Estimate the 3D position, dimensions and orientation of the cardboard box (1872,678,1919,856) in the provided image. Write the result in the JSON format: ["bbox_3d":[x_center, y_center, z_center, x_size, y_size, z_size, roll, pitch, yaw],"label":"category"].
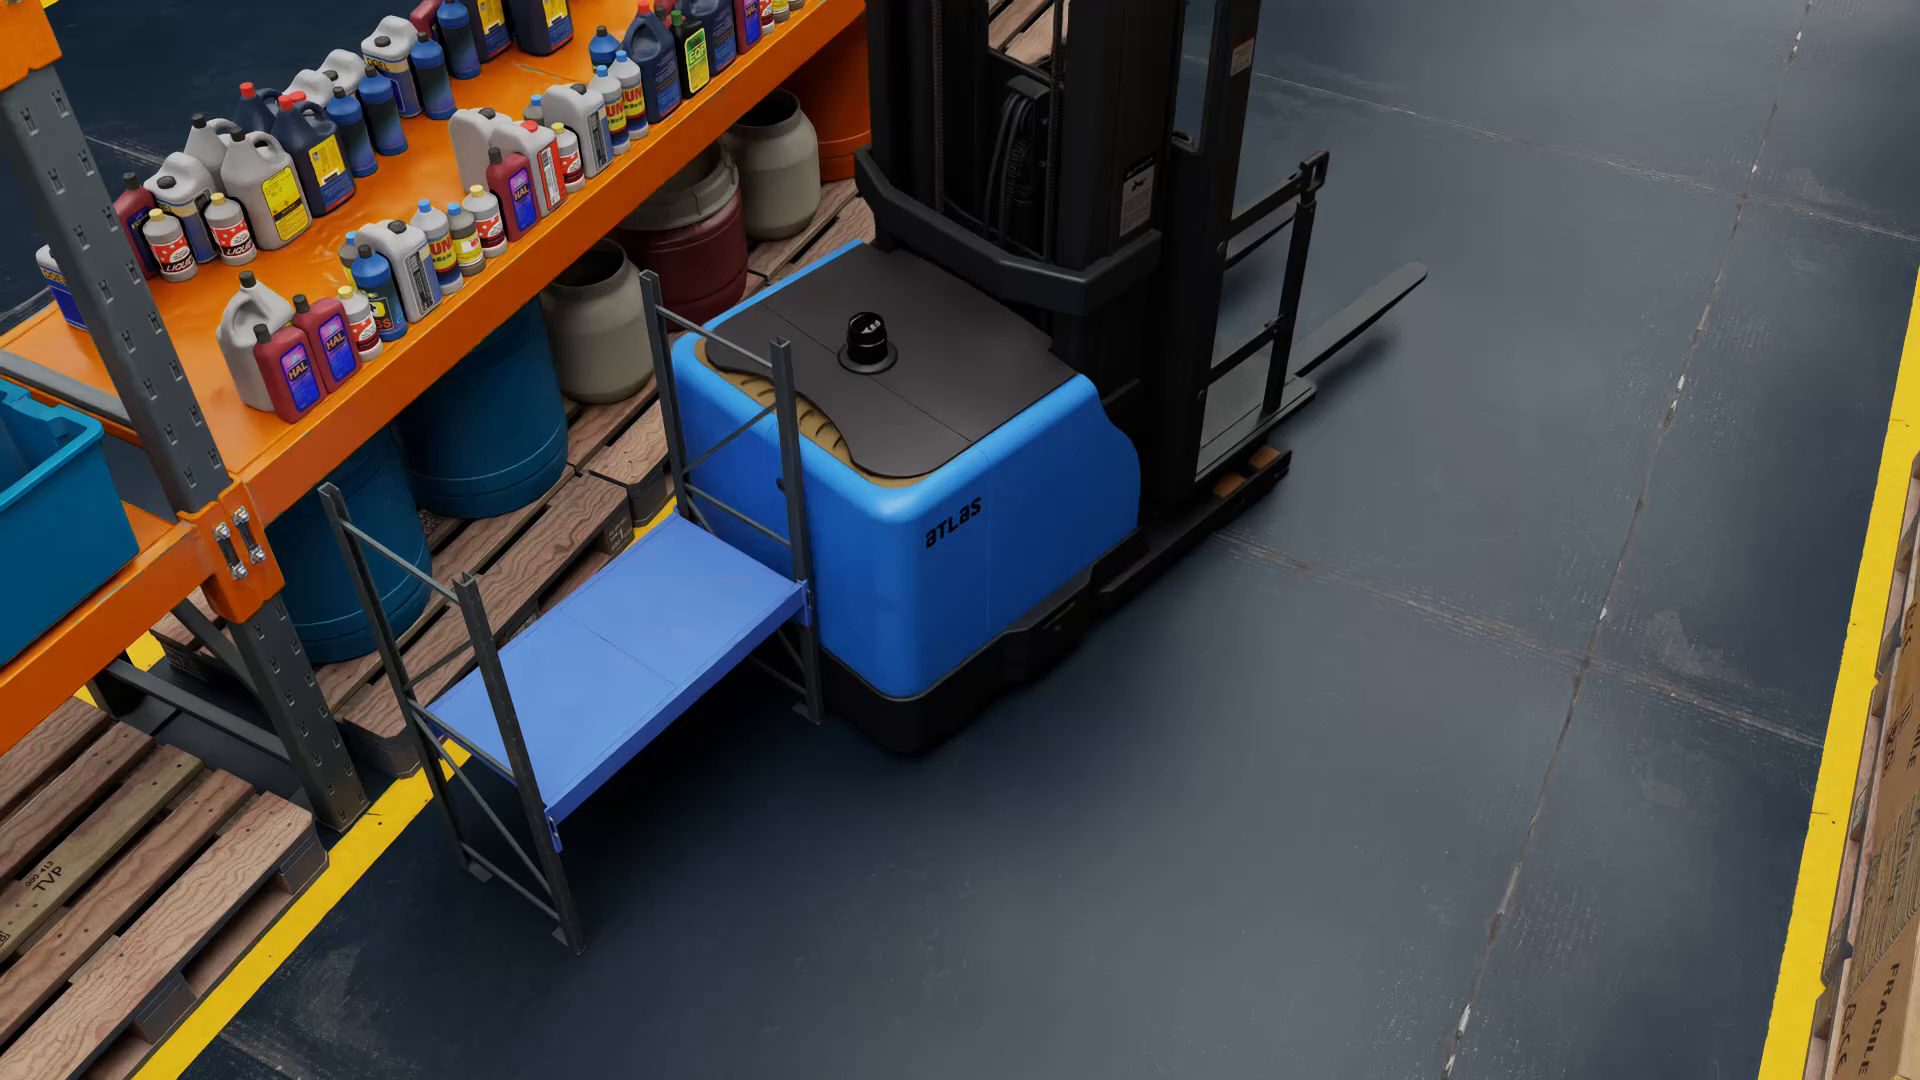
[{"bbox_3d":[2.836,0.622,4.475,0.500,0.500,0.500,19,48,18],"label":"cardboard box"}]

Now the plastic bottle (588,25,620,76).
[{"bbox_3d":[-1.099,-1.474,5.188,0.097,0.271,0.097,0,45,0],"label":"plastic bottle"}]

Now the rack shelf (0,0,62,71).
[{"bbox_3d":[-1.301,-2.451,4.460,1.077,0.370,4.000,20,49,19],"label":"rack shelf"}]

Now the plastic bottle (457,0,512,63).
[{"bbox_3d":[-1.581,-1.753,5.408,0.144,0.351,0.185,20,49,19],"label":"plastic bottle"}]

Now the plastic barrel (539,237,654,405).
[{"bbox_3d":[-1.291,-0.772,5.858,0.421,0.512,0.421,0,45,0],"label":"plastic barrel"}]

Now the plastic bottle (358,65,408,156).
[{"bbox_3d":[-1.747,-1.302,5.018,0.097,0.271,0.097,0,45,0],"label":"plastic bottle"}]

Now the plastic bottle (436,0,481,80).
[{"bbox_3d":[-1.613,-1.624,5.336,0.097,0.271,0.097,0,45,0],"label":"plastic bottle"}]

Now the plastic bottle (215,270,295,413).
[{"bbox_3d":[-1.760,-0.512,4.182,0.144,0.351,0.185,20,49,19],"label":"plastic bottle"}]

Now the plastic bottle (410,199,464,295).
[{"bbox_3d":[-1.429,-0.804,4.526,0.097,0.271,0.097,0,45,0],"label":"plastic bottle"}]

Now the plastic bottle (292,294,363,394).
[{"bbox_3d":[-1.619,-0.522,4.239,0.061,0.283,0.133,20,49,19],"label":"plastic bottle"}]

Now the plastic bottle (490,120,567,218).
[{"bbox_3d":[-1.247,-1.095,4.810,0.152,0.276,0.135,20,49,19],"label":"plastic bottle"}]

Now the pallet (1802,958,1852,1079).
[{"bbox_3d":[2.501,1.704,3.918,1.003,0.211,1.213,20,49,19],"label":"pallet"}]

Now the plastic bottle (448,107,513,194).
[{"bbox_3d":[-1.382,-1.145,4.860,0.152,0.276,0.135,20,49,19],"label":"plastic bottle"}]

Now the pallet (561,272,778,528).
[{"bbox_3d":[-1.269,-0.653,6.247,1.003,0.211,1.213,20,49,19],"label":"pallet"}]

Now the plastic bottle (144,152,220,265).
[{"bbox_3d":[-2.163,-0.931,4.648,0.152,0.276,0.135,20,49,19],"label":"plastic bottle"}]

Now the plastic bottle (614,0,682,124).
[{"bbox_3d":[-0.971,-1.489,5.147,0.144,0.351,0.185,20,49,19],"label":"plastic bottle"}]

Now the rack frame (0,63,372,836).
[{"bbox_3d":[-2.229,-0.389,4.026,1.000,3.000,0.127,20,49,19],"label":"rack frame"}]

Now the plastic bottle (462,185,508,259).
[{"bbox_3d":[-1.338,-0.902,4.673,0.097,0.201,0.097,0,45,0],"label":"plastic bottle"}]

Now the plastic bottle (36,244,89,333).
[{"bbox_3d":[-2.332,-0.701,4.421,0.152,0.276,0.135,20,49,19],"label":"plastic bottle"}]

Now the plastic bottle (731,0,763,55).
[{"bbox_3d":[-0.713,-1.752,5.455,0.061,0.283,0.133,20,49,19],"label":"plastic bottle"}]

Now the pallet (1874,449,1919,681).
[{"bbox_3d":[3.633,0.167,5.437,1.003,0.211,1.213,20,49,19],"label":"pallet"}]

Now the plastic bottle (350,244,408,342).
[{"bbox_3d":[-1.537,-0.658,4.382,0.097,0.271,0.097,0,45,0],"label":"plastic bottle"}]

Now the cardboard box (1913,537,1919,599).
[{"bbox_3d":[3.311,-0.023,5.112,0.500,0.500,0.500,19,48,18],"label":"cardboard box"}]

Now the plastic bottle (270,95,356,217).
[{"bbox_3d":[-1.879,-1.128,4.790,0.144,0.351,0.185,20,49,19],"label":"plastic bottle"}]

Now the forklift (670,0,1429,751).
[{"bbox_3d":[0.526,-1.337,5.010,1.130,2.935,3.031,35,55,30],"label":"forklift"}]

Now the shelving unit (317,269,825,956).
[{"bbox_3d":[-0.937,0.223,4.475,0.538,1.500,1.048,28,52,25],"label":"shelving unit"}]

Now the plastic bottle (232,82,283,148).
[{"bbox_3d":[-2.006,-1.175,4.837,0.144,0.351,0.185,20,49,19],"label":"plastic bottle"}]

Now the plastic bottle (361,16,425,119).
[{"bbox_3d":[-1.759,-1.479,5.190,0.152,0.276,0.135,20,49,19],"label":"plastic bottle"}]

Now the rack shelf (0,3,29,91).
[{"bbox_3d":[-3.158,0.069,1.970,1.077,0.370,4.000,20,49,19],"label":"rack shelf"}]

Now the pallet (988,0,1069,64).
[{"bbox_3d":[0.022,-2.404,7.978,1.003,0.211,1.213,20,49,19],"label":"pallet"}]

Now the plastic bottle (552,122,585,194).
[{"bbox_3d":[-1.169,-1.133,4.900,0.097,0.201,0.097,0,45,0],"label":"plastic bottle"}]

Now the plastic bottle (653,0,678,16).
[{"bbox_3d":[-0.926,-1.684,5.387,0.061,0.283,0.133,20,49,19],"label":"plastic bottle"}]

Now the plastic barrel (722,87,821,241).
[{"bbox_3d":[-0.767,-1.483,6.561,0.421,0.512,0.421,0,45,0],"label":"plastic barrel"}]

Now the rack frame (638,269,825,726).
[{"bbox_3d":[-0.629,-0.064,4.759,0.500,1.500,0.032,28,52,25],"label":"rack frame"}]

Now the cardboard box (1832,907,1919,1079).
[{"bbox_3d":[2.369,1.258,3.845,0.500,0.500,0.500,21,49,19],"label":"cardboard box"}]

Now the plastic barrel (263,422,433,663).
[{"bbox_3d":[-1.961,-0.136,4.956,0.600,0.901,0.708,20,49,19],"label":"plastic barrel"}]

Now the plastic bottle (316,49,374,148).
[{"bbox_3d":[-1.866,-1.333,5.046,0.152,0.276,0.135,20,49,19],"label":"plastic bottle"}]

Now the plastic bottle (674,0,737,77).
[{"bbox_3d":[-0.824,-1.690,5.346,0.144,0.351,0.185,20,49,19],"label":"plastic bottle"}]

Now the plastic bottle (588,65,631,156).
[{"bbox_3d":[-1.061,-1.303,5.020,0.097,0.271,0.097,0,45,0],"label":"plastic bottle"}]

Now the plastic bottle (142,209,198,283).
[{"bbox_3d":[-2.187,-0.820,4.592,0.097,0.201,0.097,0,45,0],"label":"plastic bottle"}]

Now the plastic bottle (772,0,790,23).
[{"bbox_3d":[-0.630,-1.864,5.623,0.097,0.201,0.097,0,45,0],"label":"plastic bottle"}]
